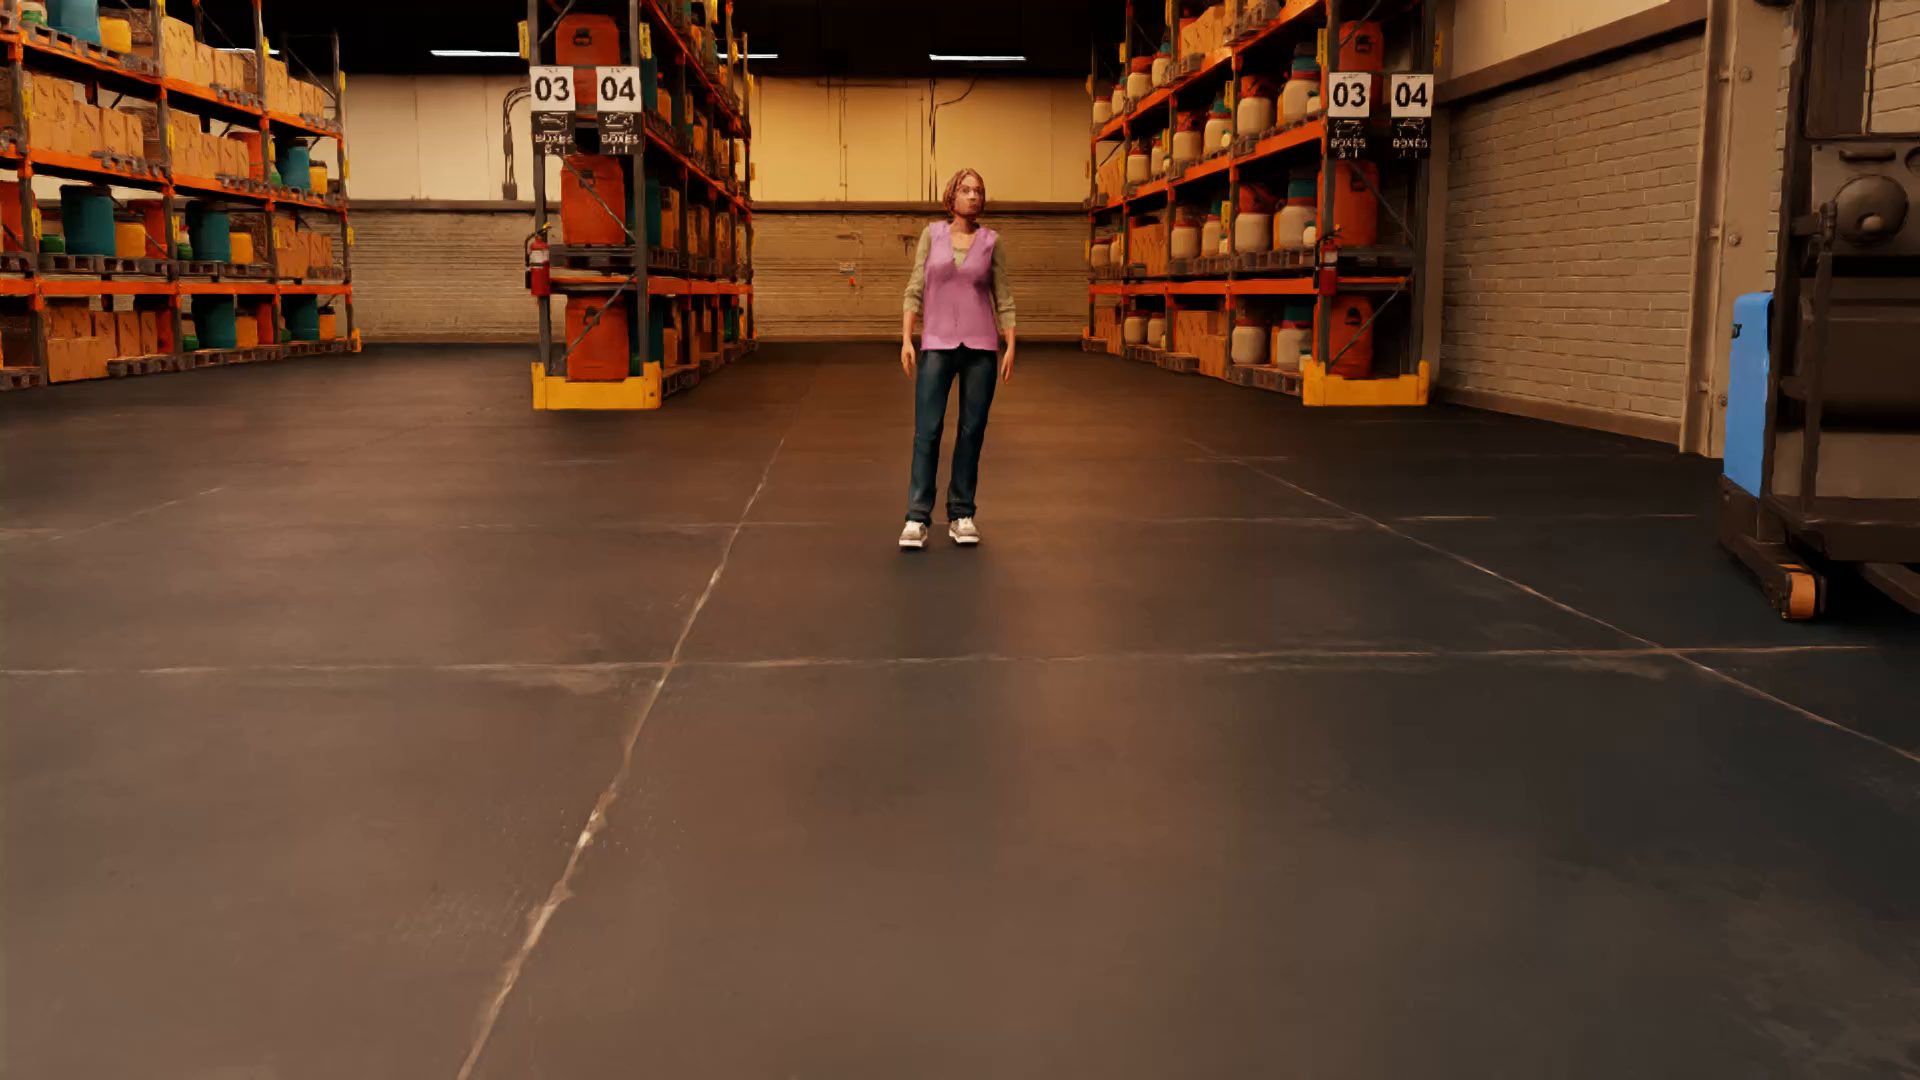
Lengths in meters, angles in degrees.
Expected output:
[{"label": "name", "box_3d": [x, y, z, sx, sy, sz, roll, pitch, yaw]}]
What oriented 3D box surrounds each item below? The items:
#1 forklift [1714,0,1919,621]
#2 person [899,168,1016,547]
[{"label": "forklift", "box_3d": [3.336, -1.203, 5.432, 1.130, 2.935, 3.031, 2, 9, 16]}, {"label": "person", "box_3d": [-0.009, -0.786, 7.118, 0.520, 1.597, 0.474, -1, 8, -4]}]
